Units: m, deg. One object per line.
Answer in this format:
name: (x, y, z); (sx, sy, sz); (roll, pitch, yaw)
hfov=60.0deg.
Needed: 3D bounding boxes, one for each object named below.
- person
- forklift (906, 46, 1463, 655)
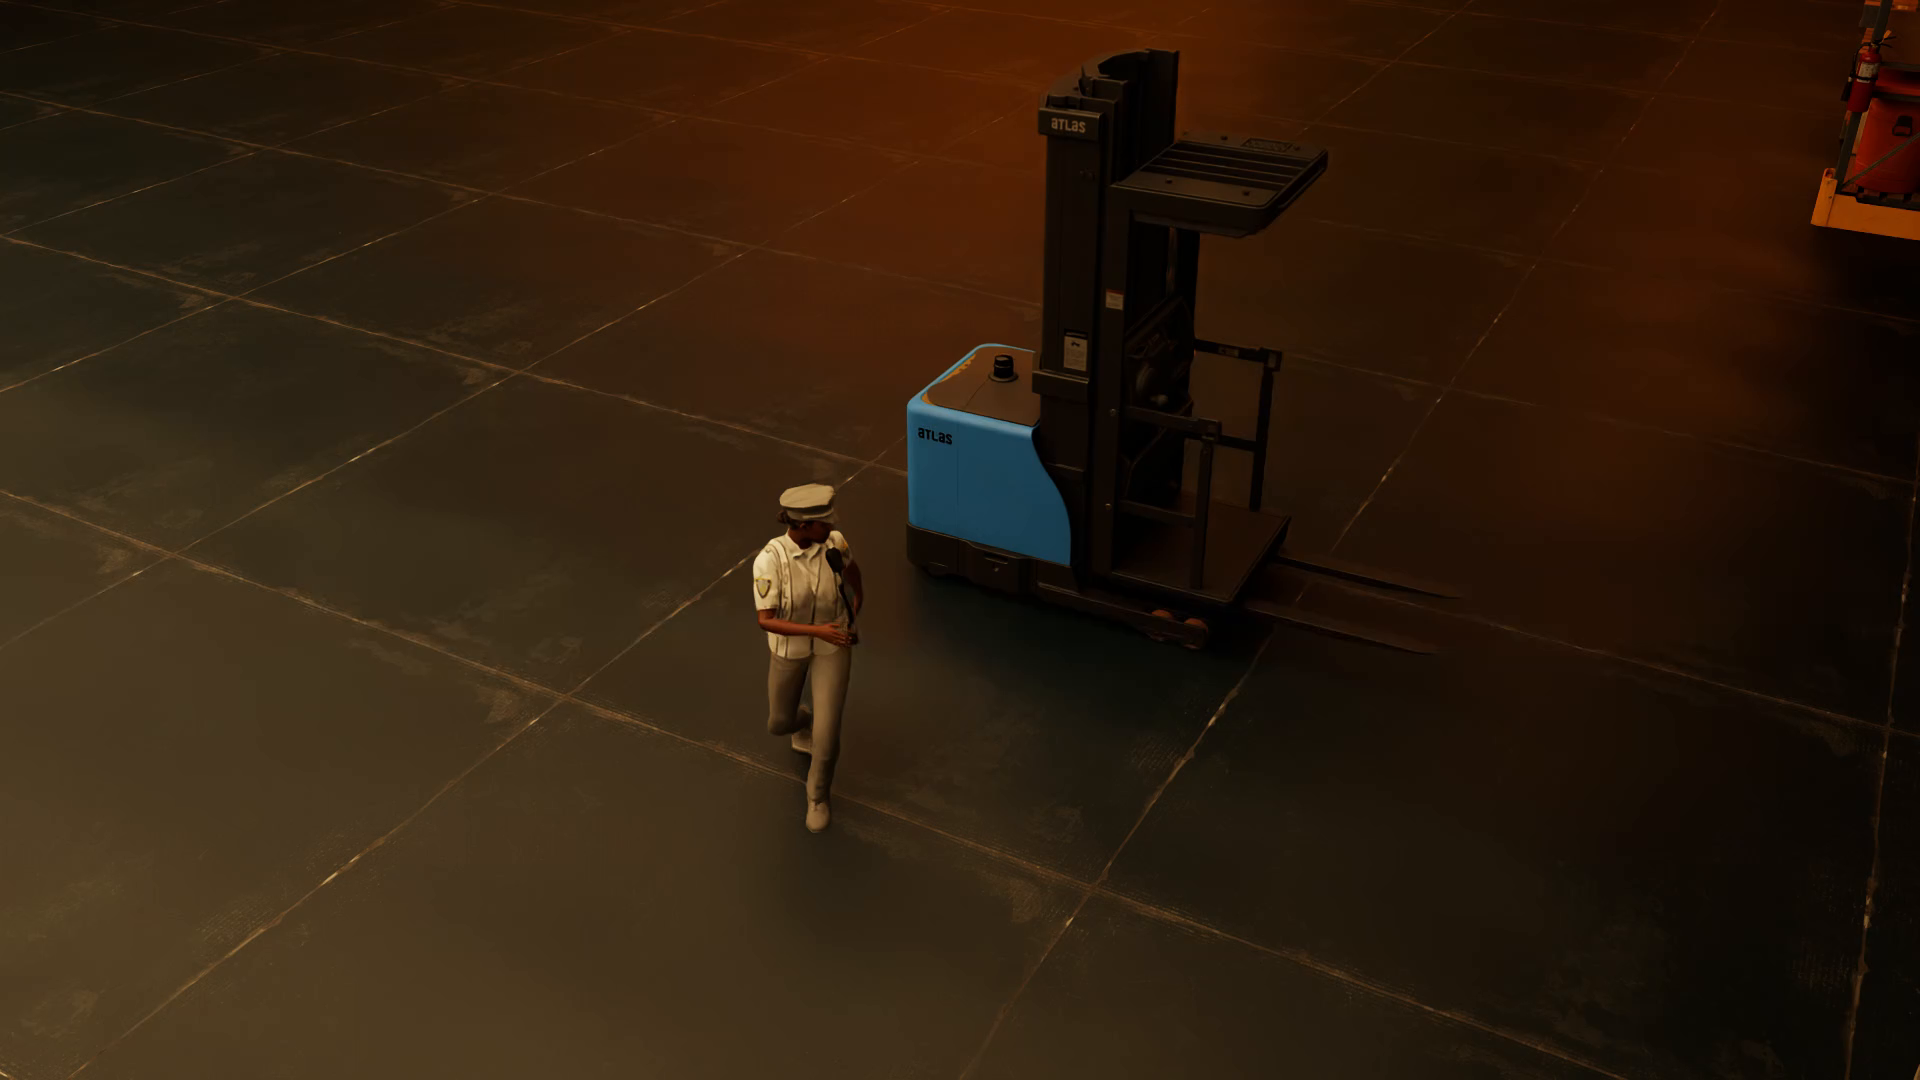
person: (-0.675, 0.479, 7.629); (0.493, 1.583, 0.821); (-3, 30, -5)
forklift: (1.239, -0.981, 8.771); (3.031, 2.935, 1.130); (14, 33, 23)
